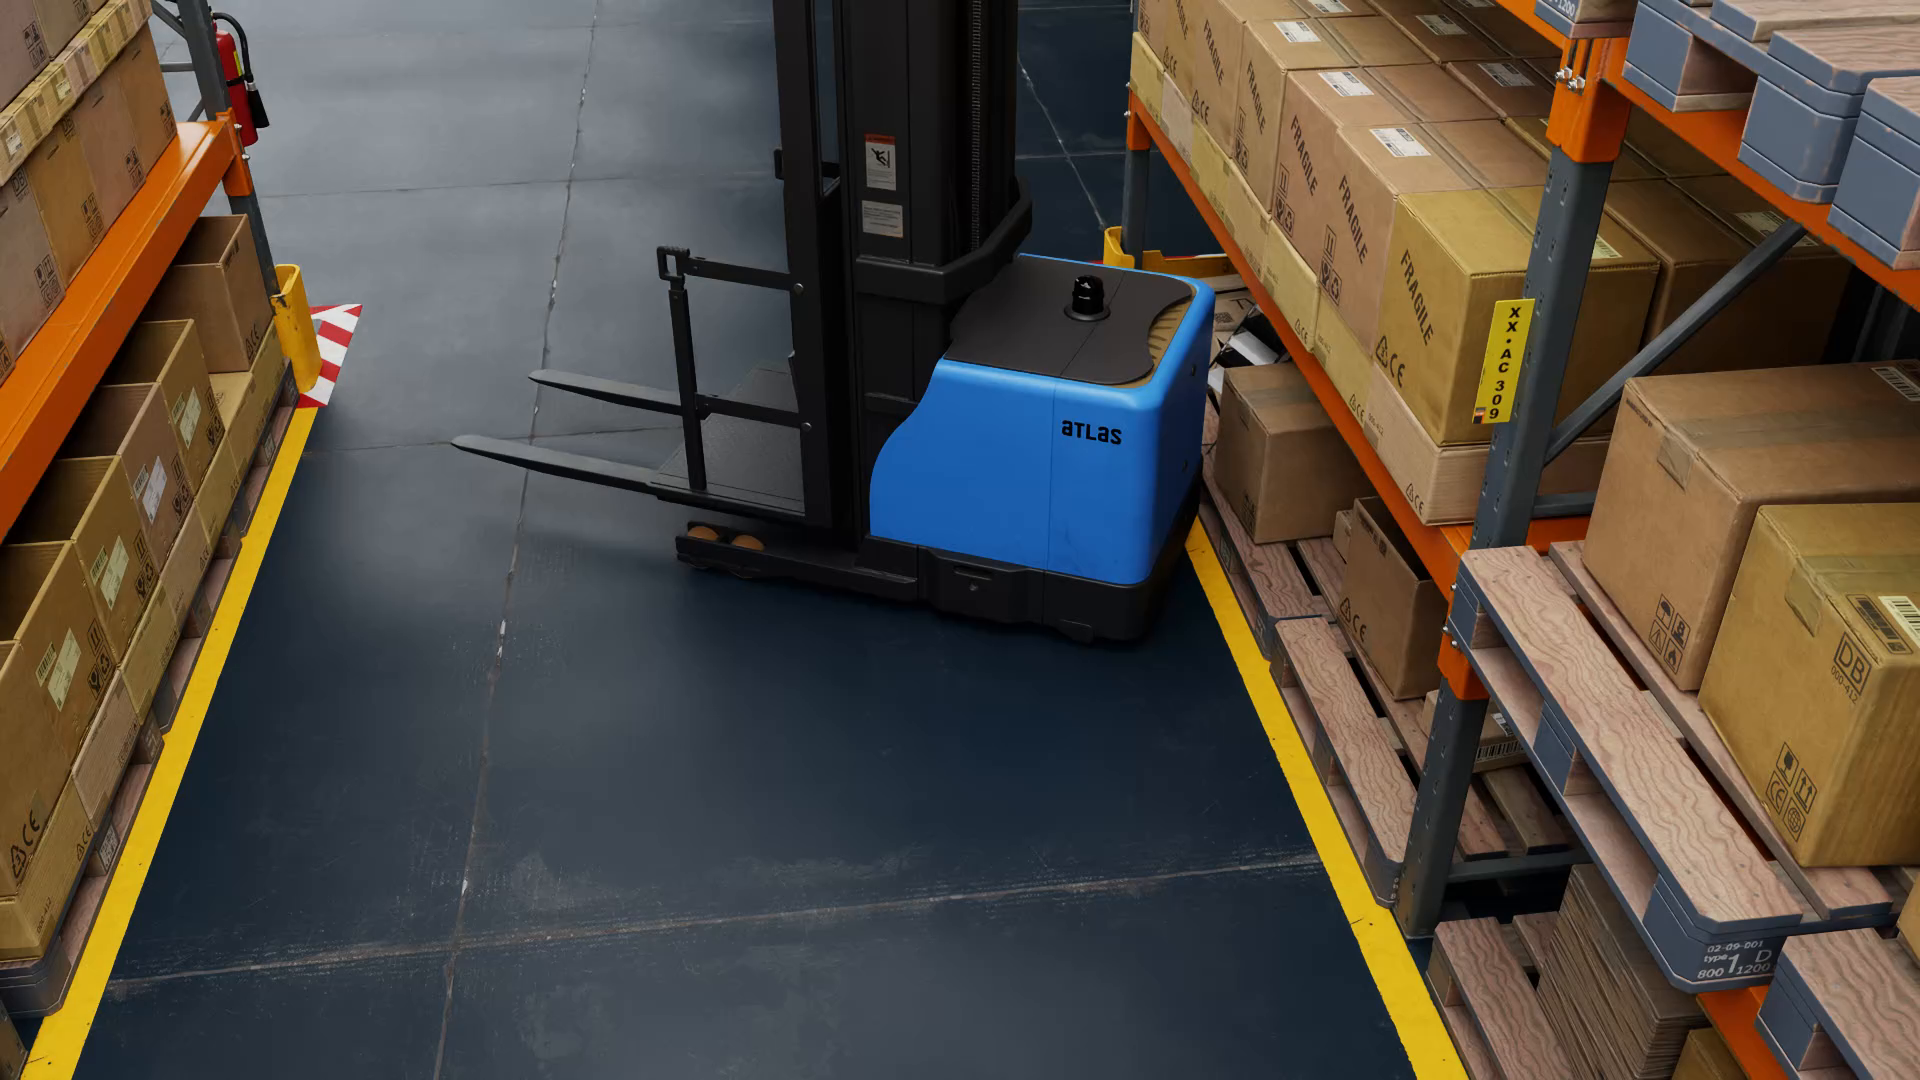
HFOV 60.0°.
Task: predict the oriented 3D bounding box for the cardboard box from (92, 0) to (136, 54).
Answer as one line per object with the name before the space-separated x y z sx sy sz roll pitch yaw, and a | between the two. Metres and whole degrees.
cardboard box | -3.346 -1.926 6.248 0.380 0.149 0.250 -4 34 -5

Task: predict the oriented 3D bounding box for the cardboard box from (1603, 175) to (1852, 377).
cardboard box | 1.968 -0.641 4.477 0.500 0.500 0.500 -5 35 -7

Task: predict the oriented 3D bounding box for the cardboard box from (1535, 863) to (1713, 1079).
cardboard box | 1.939 1.154 4.222 0.700 0.500 0.500 -3 34 -5

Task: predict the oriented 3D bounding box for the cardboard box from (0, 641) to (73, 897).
cardboard box | -2.836 0.641 4.549 0.500 0.500 0.500 -4 35 -6

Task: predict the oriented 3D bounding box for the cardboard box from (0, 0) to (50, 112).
cardboard box | -3.420 -1.674 5.302 0.700 0.500 0.500 -4 35 -6

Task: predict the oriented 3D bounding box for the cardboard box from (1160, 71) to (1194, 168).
cardboard box | 1.121 -1.700 6.697 0.500 0.250 0.500 -5 35 -8

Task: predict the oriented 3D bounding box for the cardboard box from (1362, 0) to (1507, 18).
cardboard box | 1.692 -1.778 6.146 0.500 0.500 0.500 -5 35 -8

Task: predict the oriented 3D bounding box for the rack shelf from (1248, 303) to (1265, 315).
rack shelf | 1.277 -0.874 6.581 0.200 0.077 0.258 42 28 13

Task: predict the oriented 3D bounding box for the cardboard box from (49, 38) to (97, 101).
cardboard box | -3.279 -1.643 5.833 0.380 0.149 0.250 -4 34 -6

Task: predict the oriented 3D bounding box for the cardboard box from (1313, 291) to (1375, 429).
cardboard box | 1.401 -0.573 5.043 0.500 0.250 0.500 -4 35 -6

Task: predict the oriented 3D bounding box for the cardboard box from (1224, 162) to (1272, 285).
cardboard box | 1.249 -1.133 5.865 0.500 0.250 0.500 -4 34 -6

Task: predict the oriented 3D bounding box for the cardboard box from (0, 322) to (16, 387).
cardboard box | -3.291 -0.592 4.867 0.700 0.500 0.500 -4 34 -6

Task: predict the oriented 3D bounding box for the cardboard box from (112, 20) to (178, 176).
cardboard box | -3.572 -1.742 6.553 0.700 0.500 0.500 -4 35 -6

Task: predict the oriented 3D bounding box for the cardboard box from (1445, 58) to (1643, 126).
cardboard box | 1.840 -1.209 5.309 0.500 0.500 0.500 -3 34 -5

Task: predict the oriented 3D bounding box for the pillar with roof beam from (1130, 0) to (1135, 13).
pillar with roof beam | -2.836 -7.515 9.787 9.100 9.000 0.400 -4 35 -6

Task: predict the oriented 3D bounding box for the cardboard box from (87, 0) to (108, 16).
cardboard box | -3.565 -2.248 6.145 0.700 0.500 0.500 -4 35 -6

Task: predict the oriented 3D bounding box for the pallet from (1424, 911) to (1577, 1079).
pallet | 1.930 1.480 4.391 1.003 0.211 1.213 -4 35 -6

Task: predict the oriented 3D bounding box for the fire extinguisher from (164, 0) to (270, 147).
fire extinguisher | -3.178 -2.031 7.135 0.296 0.674 0.183 -4 35 -6

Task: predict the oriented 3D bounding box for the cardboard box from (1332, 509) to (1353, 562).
cardboard box | 1.629 -0.005 6.234 0.380 0.149 0.250 -7 35 -10

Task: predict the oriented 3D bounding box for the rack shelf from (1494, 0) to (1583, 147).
rack shelf | 1.555 -2.165 5.239 1.077 0.370 4.000 -4 35 -6

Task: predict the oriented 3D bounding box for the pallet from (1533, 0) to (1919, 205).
pallet | 1.801 -0.916 2.934 1.213 0.211 1.003 -4 35 -6

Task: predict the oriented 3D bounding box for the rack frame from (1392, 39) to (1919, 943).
rack frame | 1.824 -0.107 4.243 1.000 3.000 0.127 -4 35 -6

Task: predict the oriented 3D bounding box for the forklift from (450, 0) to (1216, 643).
forklift | -0.594 -1.328 6.096 3.031 2.935 1.130 11 36 16

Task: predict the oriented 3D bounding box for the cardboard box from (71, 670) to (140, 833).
cardboard box | -2.908 0.672 5.169 0.500 0.250 0.500 -4 35 -6

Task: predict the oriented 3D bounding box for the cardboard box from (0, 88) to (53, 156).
cardboard box | -3.207 -1.350 5.402 0.380 0.149 0.250 -3 34 -5

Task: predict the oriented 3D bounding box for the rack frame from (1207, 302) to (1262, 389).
rack frame | 1.129 -0.833 6.671 0.006 0.900 0.240 42 28 13

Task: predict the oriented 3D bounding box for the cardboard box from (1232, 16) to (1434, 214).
cardboard box | 1.253 -1.454 5.669 0.500 0.500 0.500 -3 34 -5

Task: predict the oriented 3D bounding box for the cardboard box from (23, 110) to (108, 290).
cardboard box | -3.436 -1.171 5.717 0.700 0.500 0.500 -4 34 -6

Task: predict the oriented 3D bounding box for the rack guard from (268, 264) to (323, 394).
rack guard | -3.626 -0.942 7.689 1.175 0.500 0.348 -4 35 -6

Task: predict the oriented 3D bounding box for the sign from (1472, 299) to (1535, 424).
sign | 1.287 -0.419 3.933 0.100 0.325 0.005 -4 35 -6

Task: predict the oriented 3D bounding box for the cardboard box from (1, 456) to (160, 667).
cardboard box | -2.971 0.083 5.368 0.500 0.500 0.500 -4 35 -6

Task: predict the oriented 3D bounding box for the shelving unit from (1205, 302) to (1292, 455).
shelving unit | 1.203 -0.767 6.648 0.210 0.900 0.258 42 28 13

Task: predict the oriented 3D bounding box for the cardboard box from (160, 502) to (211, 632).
cardboard box | -3.044 0.114 5.988 0.500 0.250 0.500 -4 35 -6

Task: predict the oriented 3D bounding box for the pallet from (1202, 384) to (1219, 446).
pallet | 1.370 -0.688 7.573 1.003 0.211 1.213 -4 35 -6

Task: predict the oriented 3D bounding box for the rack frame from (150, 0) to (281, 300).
rack frame | -3.622 -1.962 6.965 1.000 3.000 0.127 -4 35 -6

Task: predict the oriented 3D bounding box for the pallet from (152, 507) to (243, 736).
pallet | -3.317 0.293 6.132 1.003 0.211 1.213 -4 35 -6

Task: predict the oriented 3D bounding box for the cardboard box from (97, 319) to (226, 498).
cardboard box | -3.106 -0.475 6.187 0.500 0.500 0.500 -4 35 -6

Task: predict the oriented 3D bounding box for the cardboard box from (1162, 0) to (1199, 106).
cardboard box | 1.109 -2.029 6.514 0.500 0.500 0.500 -4 35 -6

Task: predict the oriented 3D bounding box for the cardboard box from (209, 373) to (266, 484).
cardboard box | -3.178 -0.444 6.807 0.500 0.250 0.500 -4 35 -6

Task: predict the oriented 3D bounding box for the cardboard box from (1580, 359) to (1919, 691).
cardboard box | 1.859 -0.043 3.671 0.700 0.500 0.500 -4 35 -6

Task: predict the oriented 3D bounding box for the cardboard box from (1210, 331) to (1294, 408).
cardboard box | 1.366 -0.699 7.109 0.500 0.311 0.500 -2 34 -2

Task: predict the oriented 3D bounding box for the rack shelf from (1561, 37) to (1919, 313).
rack shelf | 2.093 0.067 1.963 1.077 0.370 4.000 -4 35 -6

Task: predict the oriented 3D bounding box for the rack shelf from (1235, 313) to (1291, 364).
rack shelf | 1.232 -0.809 6.622 0.200 0.077 0.258 42 28 13

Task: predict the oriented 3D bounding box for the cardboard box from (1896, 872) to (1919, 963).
cardboard box | 2.046 0.634 2.677 0.700 0.500 0.500 0 34 0

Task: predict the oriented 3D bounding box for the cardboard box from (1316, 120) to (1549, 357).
cardboard box | 1.381 -0.882 4.830 0.500 0.500 0.500 -5 35 -7

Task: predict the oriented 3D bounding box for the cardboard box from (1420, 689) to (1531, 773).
cardboard box | 1.722 0.586 5.352 0.380 0.166 0.250 -9 35 -13

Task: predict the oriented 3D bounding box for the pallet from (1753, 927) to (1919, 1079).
pallet | 2.055 1.103 2.638 1.003 0.211 1.213 -4 35 -6
